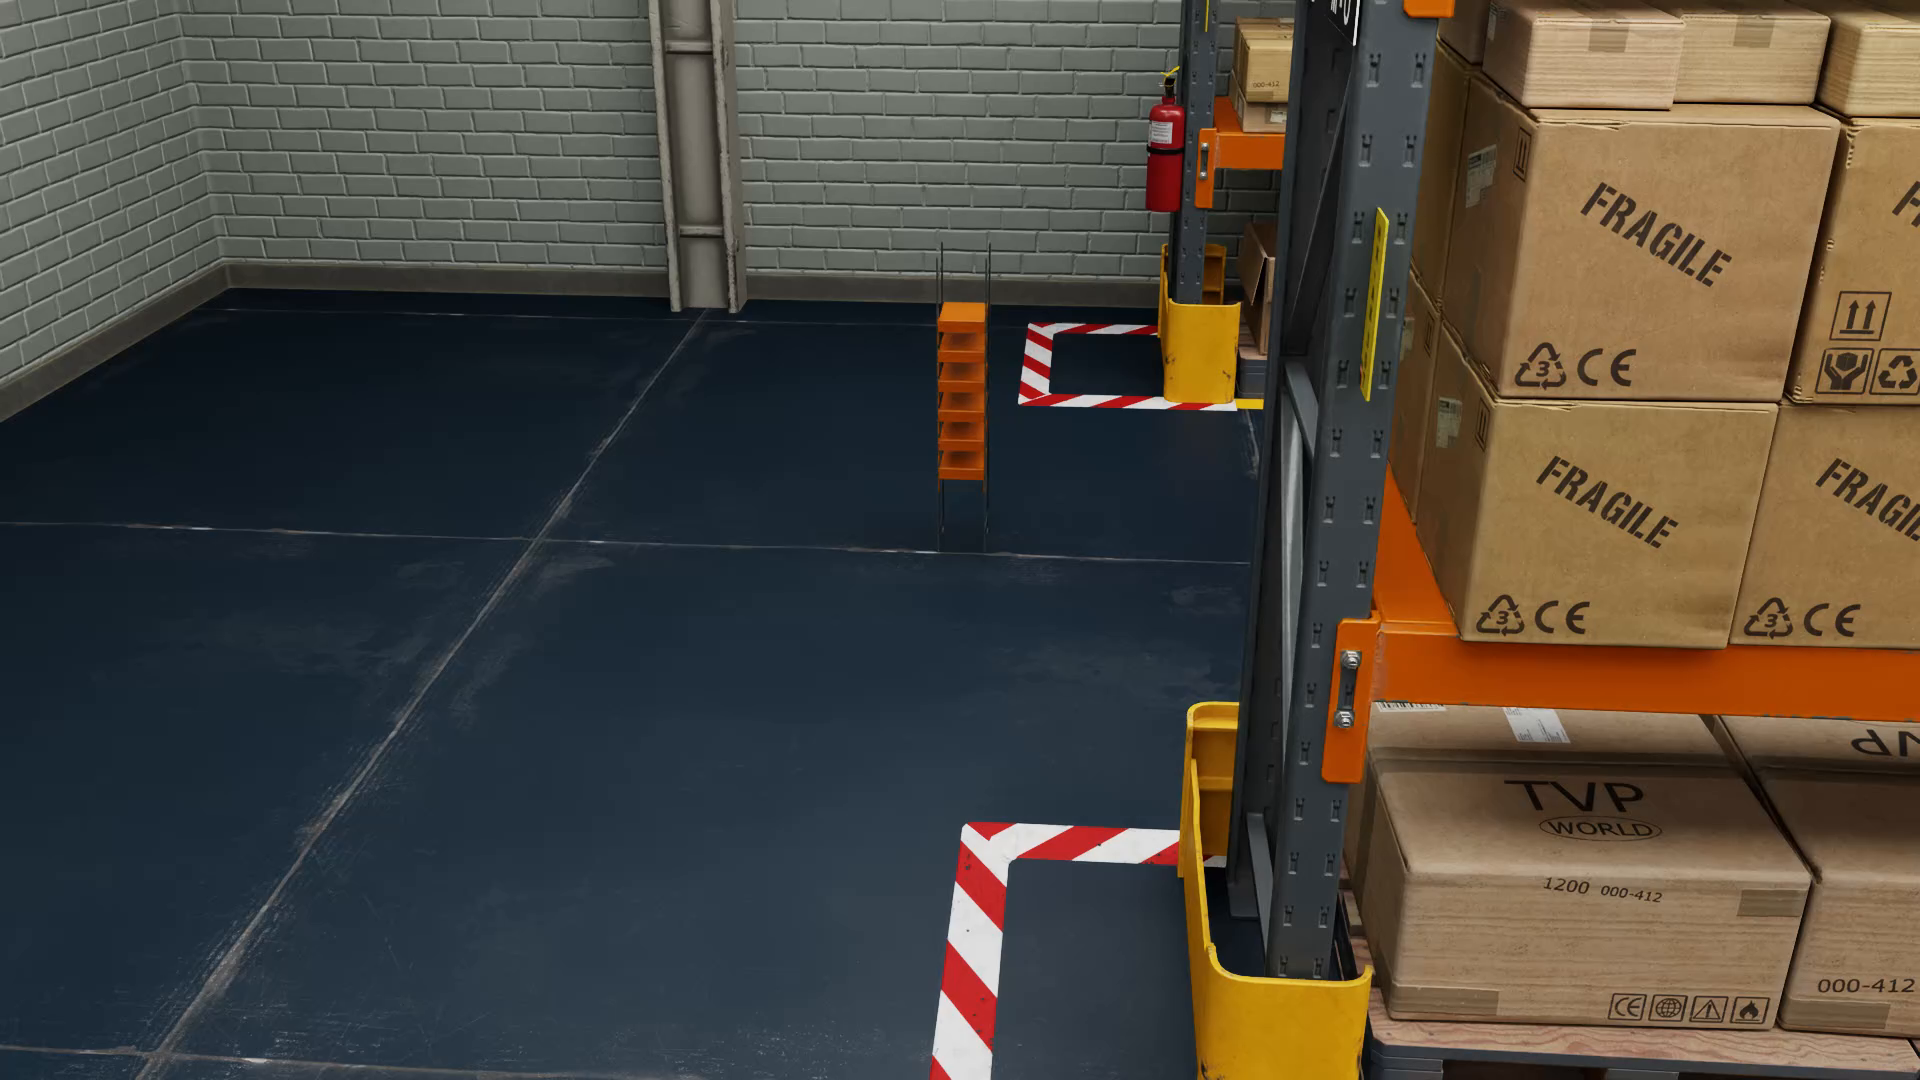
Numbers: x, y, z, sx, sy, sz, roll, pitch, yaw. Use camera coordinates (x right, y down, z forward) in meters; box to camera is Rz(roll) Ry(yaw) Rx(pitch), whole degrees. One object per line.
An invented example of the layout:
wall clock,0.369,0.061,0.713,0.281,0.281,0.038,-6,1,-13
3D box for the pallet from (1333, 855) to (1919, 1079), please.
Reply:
pallet,1.579,1.046,4.225,1.213,0.211,1.003,2,25,4

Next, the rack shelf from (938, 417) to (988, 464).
rack shelf,0.014,-0.395,6.567,0.180,0.103,0.258,2,25,4

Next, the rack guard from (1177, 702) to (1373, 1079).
rack guard,0.752,0.920,4.151,0.348,0.500,1.175,2,25,4

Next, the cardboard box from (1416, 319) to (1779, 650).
cardboard box,1.233,-0.125,3.313,0.500,0.500,0.500,2,25,4

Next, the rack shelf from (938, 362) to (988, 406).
rack shelf,0.014,-0.613,6.467,0.180,0.103,0.258,2,25,4

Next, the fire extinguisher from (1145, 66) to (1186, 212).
fire extinguisher,0.970,-1.891,7.809,0.183,0.674,0.296,2,25,4

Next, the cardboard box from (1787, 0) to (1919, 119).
cardboard box,1.626,-0.847,2.911,0.250,0.149,0.380,3,25,6

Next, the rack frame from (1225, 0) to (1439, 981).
rack frame,0.776,-0.214,3.627,0.127,3.000,1.000,2,25,4

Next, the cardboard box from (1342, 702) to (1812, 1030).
cardboard box,1.442,0.738,4.120,0.875,0.438,0.875,1,25,2

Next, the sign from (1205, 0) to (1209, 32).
sign,1.111,-2.450,7.451,0.005,0.325,0.100,2,25,4

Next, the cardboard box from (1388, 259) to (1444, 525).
cardboard box,1.277,-0.355,3.813,0.500,0.500,0.500,2,25,4

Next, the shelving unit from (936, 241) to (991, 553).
shelving unit,0.014,-0.545,6.498,0.189,1.200,0.258,2,25,4

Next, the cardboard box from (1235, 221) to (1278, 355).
cardboard box,1.755,-1.281,8.429,0.637,0.503,0.797,1,25,2

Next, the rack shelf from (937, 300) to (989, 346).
rack shelf,0.014,-0.831,6.366,0.180,0.103,0.258,2,25,4

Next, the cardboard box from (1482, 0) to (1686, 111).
cardboard box,1.109,-0.882,2.986,0.250,0.149,0.380,2,25,5

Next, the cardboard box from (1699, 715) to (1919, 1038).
cardboard box,2.355,0.764,4.064,0.875,0.438,0.875,2,25,5

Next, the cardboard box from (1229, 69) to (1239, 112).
cardboard box,1.503,-2.270,8.396,0.250,0.149,0.380,2,25,3

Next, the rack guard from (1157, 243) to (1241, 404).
rack guard,1.228,-1.145,8.641,0.348,0.500,1.175,2,25,4

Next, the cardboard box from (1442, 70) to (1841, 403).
cardboard box,1.233,-0.580,3.106,0.500,0.500,0.500,1,25,3

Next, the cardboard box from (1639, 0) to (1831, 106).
cardboard box,1.375,-0.903,3.033,0.250,0.149,0.380,2,25,5

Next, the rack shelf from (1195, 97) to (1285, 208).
rack shelf,3.146,-1.892,8.135,4.000,0.370,1.077,2,25,4

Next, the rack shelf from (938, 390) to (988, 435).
rack shelf,0.014,-0.504,6.517,0.180,0.103,0.258,2,25,4

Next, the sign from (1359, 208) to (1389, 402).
sign,0.727,-0.412,2.927,0.005,0.325,0.100,2,25,4

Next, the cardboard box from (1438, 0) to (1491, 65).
cardboard box,1.149,-1.081,3.418,0.250,0.149,0.380,2,25,5

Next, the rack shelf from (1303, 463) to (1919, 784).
rack shelf,2.770,0.177,3.639,4.000,0.370,1.077,2,25,4

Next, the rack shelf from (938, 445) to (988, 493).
rack shelf,0.014,-0.286,6.617,0.180,0.103,0.258,2,25,4

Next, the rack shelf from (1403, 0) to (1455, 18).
rack shelf,2.770,-1.186,3.012,4.000,0.370,1.077,2,25,4

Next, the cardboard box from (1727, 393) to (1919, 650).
cardboard box,1.739,-0.120,3.303,0.500,0.500,0.500,1,25,3

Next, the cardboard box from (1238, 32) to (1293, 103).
cardboard box,1.584,-2.223,7.817,0.500,0.250,0.500,2,25,4

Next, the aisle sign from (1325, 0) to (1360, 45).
aisle sign,0.682,-1.277,2.826,0.004,0.787,0.394,2,25,4

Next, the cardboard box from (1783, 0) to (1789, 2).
cardboard box,1.668,-1.109,3.481,0.250,0.149,0.380,2,25,3

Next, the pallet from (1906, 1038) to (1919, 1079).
pallet,2.792,1.086,4.138,1.213,0.211,1.003,2,25,4

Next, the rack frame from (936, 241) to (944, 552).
rack frame,-0.077,-0.548,6.505,0.006,1.200,0.240,2,25,4

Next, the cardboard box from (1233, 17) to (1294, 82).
cardboard box,1.631,-2.446,8.301,0.500,0.250,0.500,3,25,6

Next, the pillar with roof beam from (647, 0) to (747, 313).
pillar with roof beam,-1.797,-3.676,3.974,0.400,9.000,9.100,2,25,4

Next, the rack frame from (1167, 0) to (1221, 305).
rack frame,1.152,-2.283,8.123,0.127,3.000,1.000,2,25,4

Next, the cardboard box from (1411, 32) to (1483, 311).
cardboard box,1.275,-0.798,3.579,0.500,0.500,0.500,3,25,6

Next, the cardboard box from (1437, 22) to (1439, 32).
cardboard box,2.145,-2.429,8.264,0.500,0.250,0.500,2,25,4

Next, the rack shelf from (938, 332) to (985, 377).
rack shelf,0.014,-0.722,6.416,0.180,0.103,0.258,2,25,4

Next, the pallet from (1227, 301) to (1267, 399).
pallet,2.023,-0.989,8.647,1.213,0.211,1.003,2,25,4

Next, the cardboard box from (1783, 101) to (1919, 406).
cardboard box,1.748,-0.566,3.076,0.500,0.500,0.500,1,25,3

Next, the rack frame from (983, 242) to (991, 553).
rack frame,0.106,-0.542,6.492,0.006,1.200,0.240,2,25,4

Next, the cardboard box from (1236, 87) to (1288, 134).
cardboard box,1.459,-2.044,7.905,0.250,0.149,0.380,2,25,4
